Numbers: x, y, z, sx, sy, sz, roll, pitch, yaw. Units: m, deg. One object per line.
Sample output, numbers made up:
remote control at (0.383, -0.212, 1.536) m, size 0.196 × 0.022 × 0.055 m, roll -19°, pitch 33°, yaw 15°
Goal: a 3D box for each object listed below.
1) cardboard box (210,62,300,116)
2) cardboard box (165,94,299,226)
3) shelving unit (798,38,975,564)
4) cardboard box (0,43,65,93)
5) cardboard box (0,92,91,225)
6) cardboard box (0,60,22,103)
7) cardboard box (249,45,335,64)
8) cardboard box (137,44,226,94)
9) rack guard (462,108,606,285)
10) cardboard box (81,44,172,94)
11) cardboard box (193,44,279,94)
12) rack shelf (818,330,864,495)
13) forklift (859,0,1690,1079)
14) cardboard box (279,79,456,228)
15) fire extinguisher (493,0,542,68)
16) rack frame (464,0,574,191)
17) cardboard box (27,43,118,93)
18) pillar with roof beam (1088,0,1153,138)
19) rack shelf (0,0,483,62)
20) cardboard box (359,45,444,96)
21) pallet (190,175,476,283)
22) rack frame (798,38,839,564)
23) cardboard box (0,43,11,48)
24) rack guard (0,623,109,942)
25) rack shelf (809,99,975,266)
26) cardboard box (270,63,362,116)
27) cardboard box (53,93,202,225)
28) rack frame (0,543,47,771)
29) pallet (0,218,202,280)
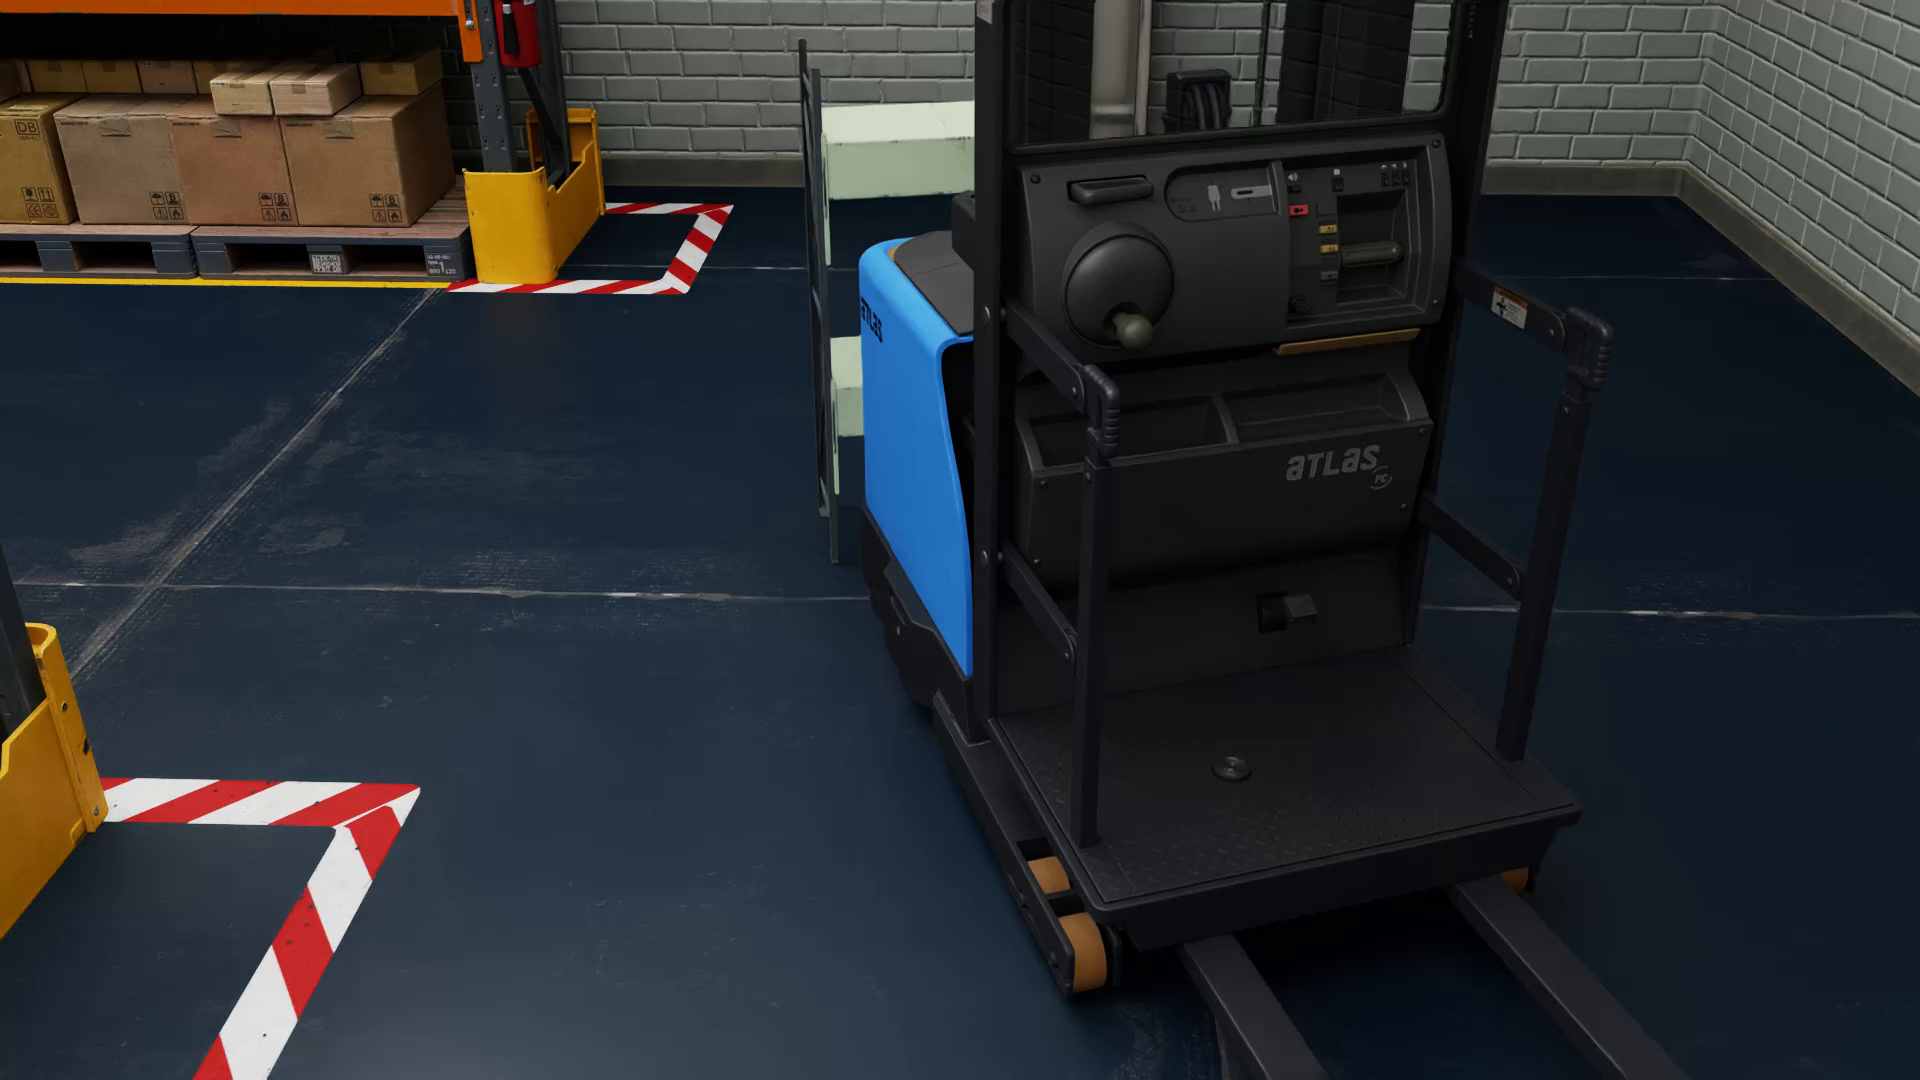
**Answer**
cardboard box at (-3.088, -1.990, 7.329) m, size 0.250 × 0.149 × 0.380 m, roll 2°, pitch 28°, yaw 3°
cardboard box at (-3.198, -1.791, 7.646) m, size 0.500 × 0.500 × 0.700 m, roll 1°, pitch 28°, yaw 2°
shelving unit at (-0.058, -0.712, 4.992) m, size 0.755 × 1.500 × 0.431 m, roll -5°, pitch 28°, yaw -9°
cardboard box at (-4.344, -2.189, 7.705) m, size 0.250 × 0.149 × 0.380 m, roll 1°, pitch 28°, yaw 2°
cardboard box at (-4.234, -1.804, 7.672) m, size 0.500 × 0.500 × 0.700 m, roll 2°, pitch 28°, yaw 3°
cardboard box at (-4.391, -2.011, 7.368) m, size 0.250 × 0.149 × 0.380 m, roll 0°, pitch 28°, yaw 0°
cardboard box at (-3.072, -2.169, 7.667) m, size 0.250 × 0.149 × 0.380 m, roll 1°, pitch 28°, yaw 2°
cardboard box at (-3.577, -2.177, 7.682) m, size 0.250 × 0.149 × 0.380 m, roll 1°, pitch 28°, yaw 3°
rack guard at (-1.971, -1.632, 7.795) m, size 0.348 × 0.500 × 1.175 m, roll 1°, pitch 28°, yaw 2°
cardboard box at (-3.833, -2.181, 7.690) m, size 0.250 × 0.149 × 0.380 m, roll 1°, pitch 28°, yaw 2°
cardboard box at (-3.322, -2.173, 7.675) m, size 0.250 × 0.149 × 0.380 m, roll 1°, pitch 28°, yaw 2°
rack shelf at (-0.058, -0.424, 5.145) m, size 0.720 × 0.370 × 0.431 m, roll -5°, pitch 28°, yaw -9°
forklift at (0.638, -0.561, 3.179) m, size 1.130 × 2.935 × 3.031 m, roll -8°, pitch 29°, yaw -15°
cardboard box at (-2.698, -1.783, 7.631) m, size 0.500 × 0.500 × 0.700 m, roll 1°, pitch 28°, yaw 2°
fire extinguisher at (-1.860, -2.319, 6.904) m, size 0.183 × 0.674 × 0.296 m, roll 1°, pitch 28°, yaw 2°
rack frame at (-1.995, -2.737, 7.210) m, size 0.127 × 3.000 × 1.000 m, roll 1°, pitch 28°, yaw 2°
cardboard box at (-4.086, -2.185, 7.698) m, size 0.250 × 0.149 × 0.380 m, roll 0°, pitch 28°, yaw 1°
pillar with roof beam at (0.582, -3.733, 2.683) m, size 0.400 × 9.000 × 9.100 m, roll 1°, pitch 28°, yaw 2°
rack shelf at (-3.994, -2.452, 7.441) m, size 4.000 × 0.370 × 1.077 m, roll 1°, pitch 28°, yaw 2°
cardboard box at (-2.566, -2.161, 7.652) m, size 0.250 × 0.149 × 0.380 m, roll 1°, pitch 28°, yaw 2°
pallet at (-2.797, -1.481, 7.819) m, size 1.213 × 0.211 × 1.003 m, roll 1°, pitch 28°, yaw 2°
rack frame at (-0.418, -0.682, 4.934) m, size 0.023 × 1.500 × 0.400 m, roll -5°, pitch 28°, yaw -9°
cardboard box at (-4.596, -2.194, 7.714) m, size 0.250 × 0.149 × 0.380 m, roll 0°, pitch 28°, yaw 0°
rack guard at (-2.242, 0.685, 3.424) m, size 0.348 × 0.500 × 1.175 m, roll 1°, pitch 28°, yaw 2°
rack shelf at (-0.058, -1.057, 4.809) m, size 0.720 × 0.370 × 0.431 m, roll -5°, pitch 28°, yaw -9°
cardboard box at (-2.833, -1.986, 7.322) m, size 0.250 × 0.149 × 0.380 m, roll 1°, pitch 28°, yaw 1°
cardboard box at (-3.701, -1.799, 7.661) m, size 0.500 × 0.500 × 0.700 m, roll 0°, pitch 28°, yaw 0°
rack frame at (-2.166, -0.418, 2.836) m, size 0.127 × 3.000 × 1.000 m, roll 1°, pitch 28°, yaw 2°
pallet at (-4.013, -1.503, 7.860) m, size 1.213 × 0.211 × 1.003 m, roll 1°, pitch 28°, yaw 2°
